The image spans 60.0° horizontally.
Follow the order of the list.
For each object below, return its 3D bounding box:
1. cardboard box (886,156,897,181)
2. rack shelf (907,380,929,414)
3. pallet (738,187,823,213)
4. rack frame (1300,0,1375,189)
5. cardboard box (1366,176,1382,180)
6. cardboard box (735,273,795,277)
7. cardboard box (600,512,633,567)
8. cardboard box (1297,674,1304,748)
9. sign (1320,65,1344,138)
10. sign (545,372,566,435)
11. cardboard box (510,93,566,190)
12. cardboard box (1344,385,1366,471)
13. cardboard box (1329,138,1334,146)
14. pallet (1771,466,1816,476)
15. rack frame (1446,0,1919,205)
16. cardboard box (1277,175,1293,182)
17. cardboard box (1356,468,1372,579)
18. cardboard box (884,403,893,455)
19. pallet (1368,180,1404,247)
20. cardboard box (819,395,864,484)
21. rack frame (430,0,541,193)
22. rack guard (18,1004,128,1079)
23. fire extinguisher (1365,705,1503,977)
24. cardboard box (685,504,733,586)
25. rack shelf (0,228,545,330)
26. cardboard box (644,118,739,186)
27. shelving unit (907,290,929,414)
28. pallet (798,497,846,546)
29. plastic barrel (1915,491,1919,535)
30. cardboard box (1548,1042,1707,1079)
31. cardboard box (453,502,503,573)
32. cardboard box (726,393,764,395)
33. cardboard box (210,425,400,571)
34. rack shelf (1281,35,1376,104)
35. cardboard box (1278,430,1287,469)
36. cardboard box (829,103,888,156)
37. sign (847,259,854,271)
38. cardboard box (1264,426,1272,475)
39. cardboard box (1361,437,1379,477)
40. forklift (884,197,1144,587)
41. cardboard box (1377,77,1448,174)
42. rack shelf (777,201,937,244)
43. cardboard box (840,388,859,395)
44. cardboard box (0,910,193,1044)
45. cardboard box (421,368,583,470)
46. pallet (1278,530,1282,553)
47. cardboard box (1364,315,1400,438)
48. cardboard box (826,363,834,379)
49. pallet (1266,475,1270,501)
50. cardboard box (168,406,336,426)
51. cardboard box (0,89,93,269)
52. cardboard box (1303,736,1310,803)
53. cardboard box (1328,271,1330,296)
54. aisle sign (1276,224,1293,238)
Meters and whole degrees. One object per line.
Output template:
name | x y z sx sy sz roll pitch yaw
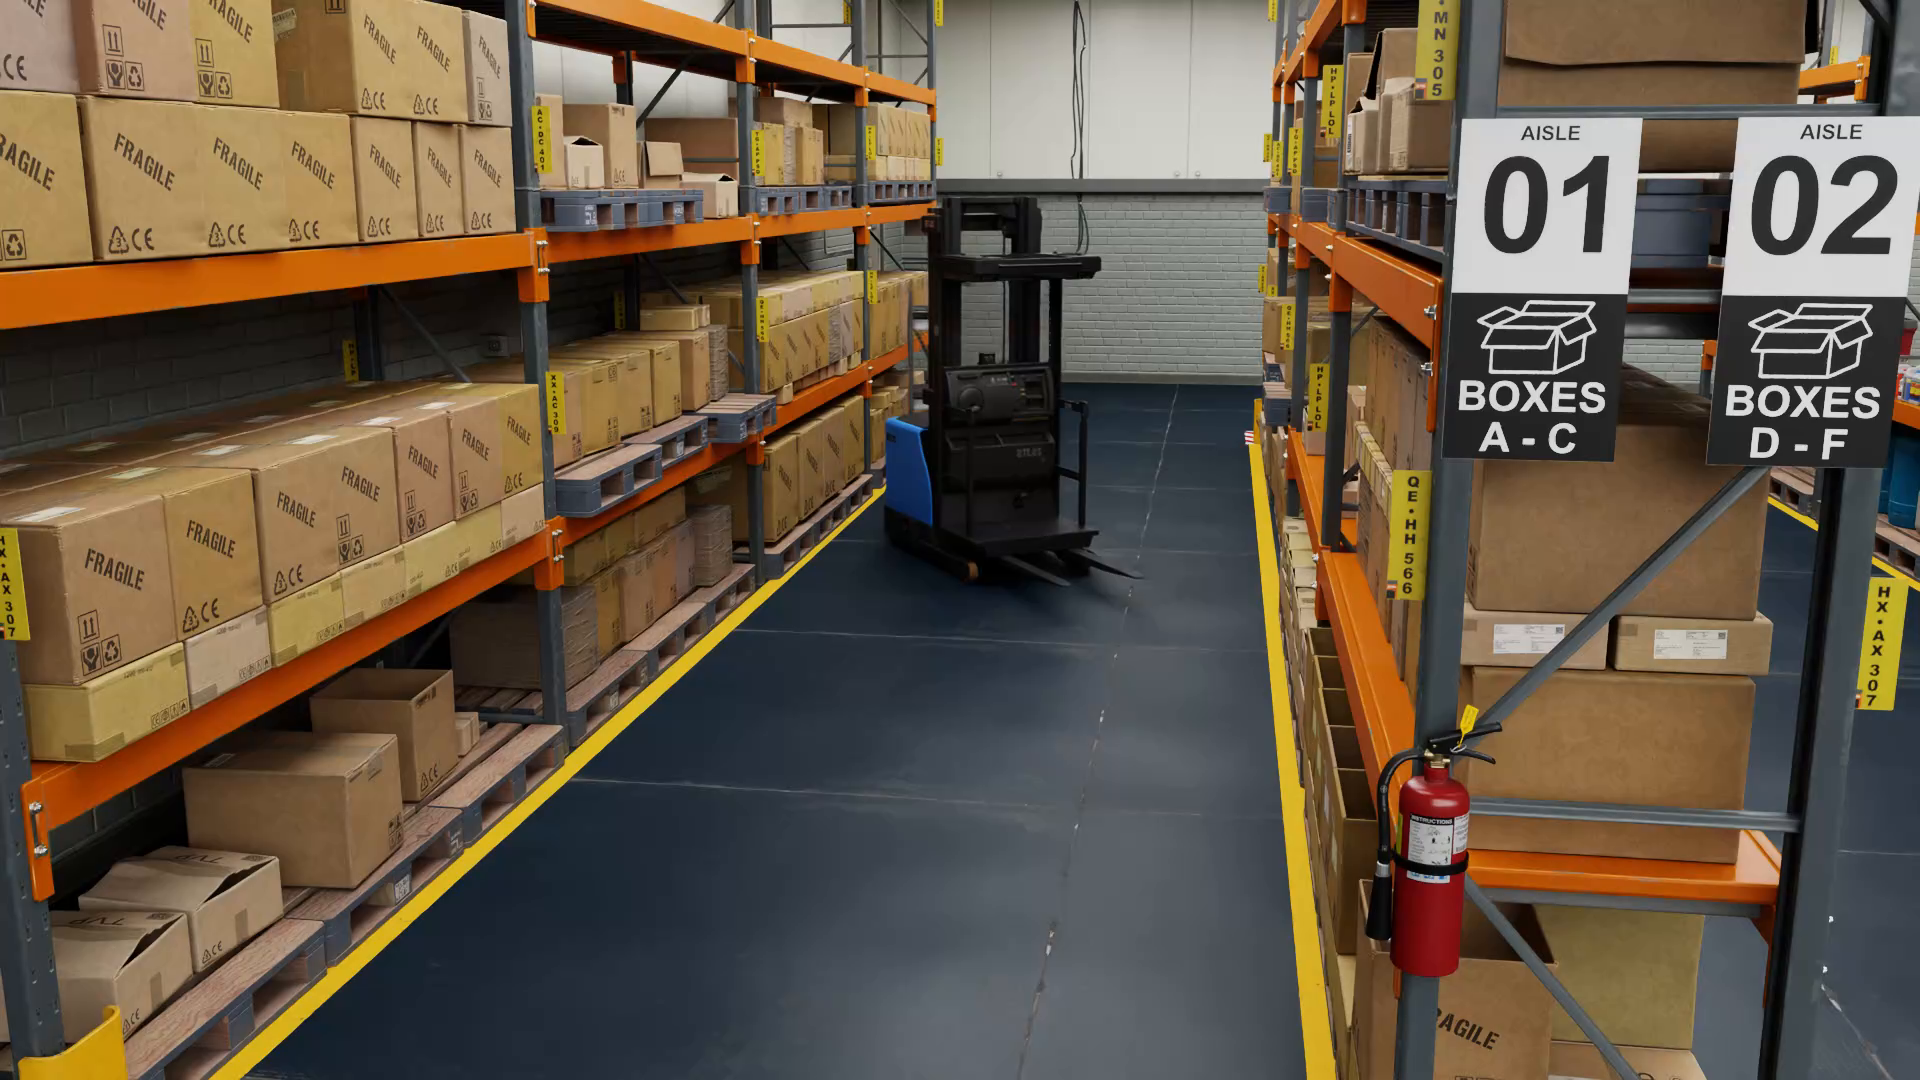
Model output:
cardboard box | -0.943 -3.854 17.259 0.500 0.250 0.500 2 12 7
rack shelf | -0.255 -1.145 14.887 0.431 0.518 0.480 0 12 -2
pallet | -1.802 -2.876 14.046 1.003 0.211 1.213 2 12 11
rack frame | 2.878 -3.906 11.259 1.000 3.000 0.127 2 12 9
cardboard box | 2.449 -1.982 8.807 0.500 0.250 0.500 1 12 3
cardboard box | -1.804 -2.340 15.461 0.500 0.250 0.500 2 12 9
cardboard box | -2.395 -0.014 10.549 0.500 0.250 0.500 2 12 7
cardboard box | 2.040 0.902 8.717 0.500 0.250 0.500 2 12 8
sign | 1.725 -2.029 7.696 0.100 0.325 0.005 2 12 9
sign | -2.095 -0.708 8.603 0.100 0.325 0.005 2 12 9
cardboard box | -2.469 -2.132 8.914 0.500 0.500 0.500 4 13 17
cardboard box | 2.636 -0.673 10.257 0.500 0.500 0.500 1 12 6
cardboard box | 3.030 -3.174 12.372 0.500 0.500 0.500 2 12 9
pallet | 8.647 -0.691 17.198 1.003 0.211 1.213 2 12 9
rack frame | 1.648 -2.241 3.531 1.000 3.000 0.127 2 12 9
cardboard box | 3.300 -3.554 15.912 0.500 0.250 0.500 2 12 9
cardboard box | 2.201 -0.097 7.587 0.700 0.500 0.500 2 12 7
cardboard box | -1.105 -1.206 17.906 0.700 0.500 0.500 2 12 8
pallet | 1.967 -1.132 5.718 1.003 0.211 1.213 2 12 9
cardboard box | -1.374 -0.981 16.031 0.750 0.750 0.750 2 12 9
rack frame | -2.632 -3.233 8.136 1.000 3.000 0.127 2 12 9
rack guard | -3.236 1.738 5.241 1.175 0.500 0.348 2 12 9
fire extinguisher | 1.171 0.739 4.127 0.296 0.674 0.183 2 12 9
cardboard box | -2.076 0.025 12.146 0.700 0.500 0.500 2 12 9
rack shelf | -2.940 -0.999 6.596 1.077 0.370 4.000 2 12 9
cardboard box | -2.001 -2.964 12.727 0.700 0.500 0.500 1 12 4
shelving unit | -0.255 -1.158 14.884 0.431 2.100 0.503 0 12 -2
pallet | -1.631 -0.185 14.851 1.003 0.211 1.213 2 12 9
plastic barrel | 8.003 -0.259 13.485 0.421 0.512 0.421 0 12 0
cardboard box | 1.950 1.726 4.893 0.500 0.250 0.500 2 12 9
cardboard box | -2.491 -0.025 7.799 0.500 0.250 0.500 2 12 9
cardboard box | -1.738 -1.081 12.940 0.380 0.149 0.250 2 12 8
cardboard box | -2.638 -0.178 6.730 0.500 0.500 0.500 2 12 10
rack shelf | 3.186 -3.775 13.309 1.077 0.370 4.000 2 12 9
cardboard box | 2.948 -0.761 14.011 0.500 0.250 0.500 2 12 8
cardboard box | -1.015 -4.119 16.708 0.500 0.500 0.500 2 12 8
sign | -1.334 -3.280 20.349 0.100 0.325 0.005 2 12 9
cardboard box | 3.301 -0.927 16.565 0.500 0.500 0.500 2 12 9
cardboard box | 1.954 -0.351 7.226 0.380 0.149 0.250 2 12 7
forklift | 0.415 -1.203 13.120 1.130 2.935 3.031 -6 13 -24
cardboard box | 1.650 -1.369 5.487 0.500 0.311 0.500 3 13 15
rack shelf | -1.094 -3.497 18.187 1.077 0.370 4.000 2 12 9
cardboard box | -1.285 -1.560 18.007 0.380 0.149 0.250 1 12 7
cardboard box | -3.052 1.490 5.796 0.500 0.311 0.500 0 12 2
cardboard box | -2.520 -0.669 9.198 0.700 0.500 0.500 2 12 9
pallet | 3.220 -0.018 14.075 1.003 0.211 1.213 2 12 9
cardboard box | 2.201 -0.731 7.450 0.700 0.500 0.500 2 12 9
cardboard box | -1.360 -1.562 15.170 0.380 0.149 0.250 2 12 9
pallet | 3.600 -0.586 16.712 1.003 0.211 1.213 2 12 9
cardboard box | -3.076 -0.301 7.301 0.500 0.500 0.500 2 12 10
cardboard box | -2.949 -1.054 4.861 0.500 0.500 0.500 2 12 10
cardboard box | 1.892 1.085 7.870 0.500 0.250 0.500 2 12 9
cardboard box | 3.923 -2.540 16.550 0.500 0.500 0.500 1 12 7
aisle sign | 3.829 -3.933 19.454 0.394 0.787 0.004 2 12 9
